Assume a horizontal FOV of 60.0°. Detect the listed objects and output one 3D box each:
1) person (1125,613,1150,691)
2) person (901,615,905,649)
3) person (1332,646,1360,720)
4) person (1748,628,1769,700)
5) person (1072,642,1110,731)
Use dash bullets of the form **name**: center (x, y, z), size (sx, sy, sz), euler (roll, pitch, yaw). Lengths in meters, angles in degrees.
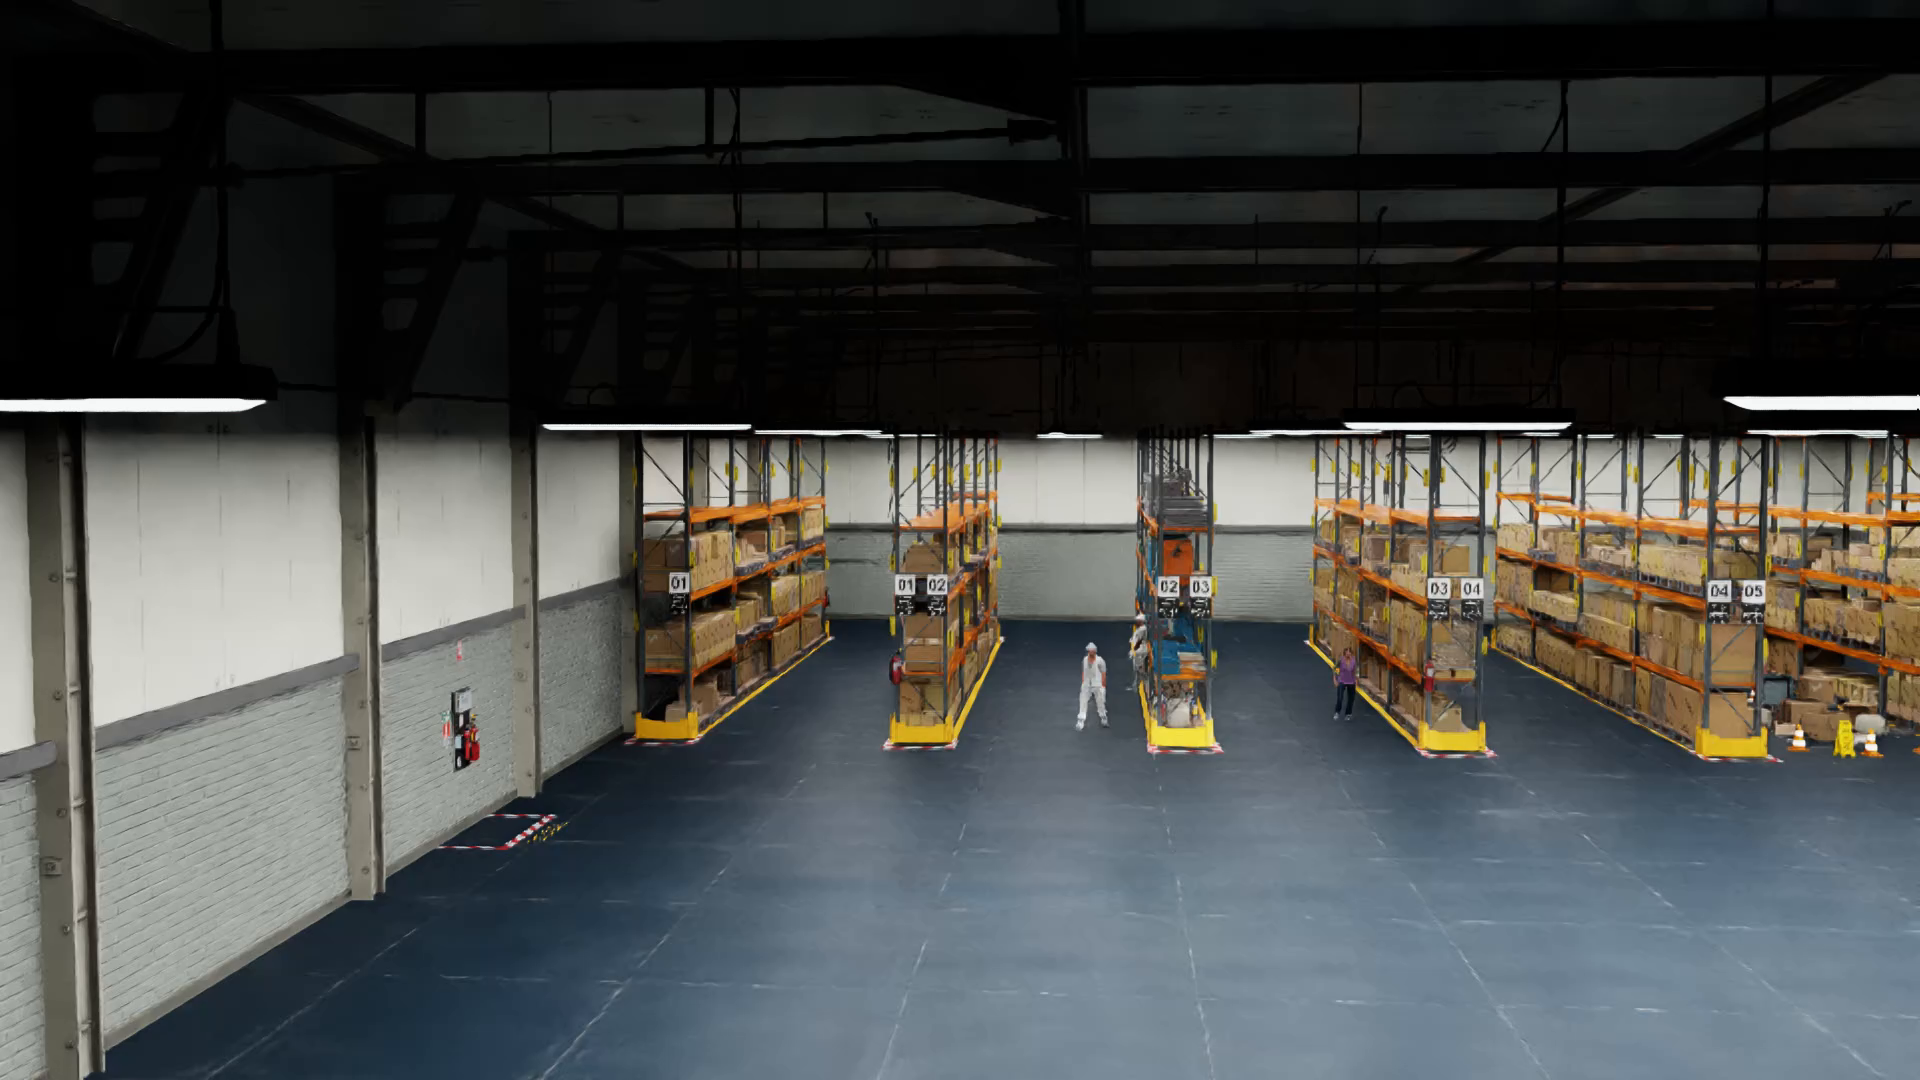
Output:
- **person**: center (4.078, 2.554, 37.843), size (0.626, 1.779, 0.646), euler (0, 3, 4)
- **person**: center (-1.341, 2.251, 45.071), size (0.564, 1.540, 0.509), euler (0, 3, 2)
- **person**: center (7.880, 2.921, 33.975), size (0.566, 1.532, 0.519), euler (0, 3, 3)
- **person**: center (17.333, 2.707, 36.080), size (0.544, 1.671, 0.524), euler (2, 4, 33)
- **person**: center (2.601, 2.882, 32.783), size (0.593, 1.744, 0.959), euler (2, 4, 28)
